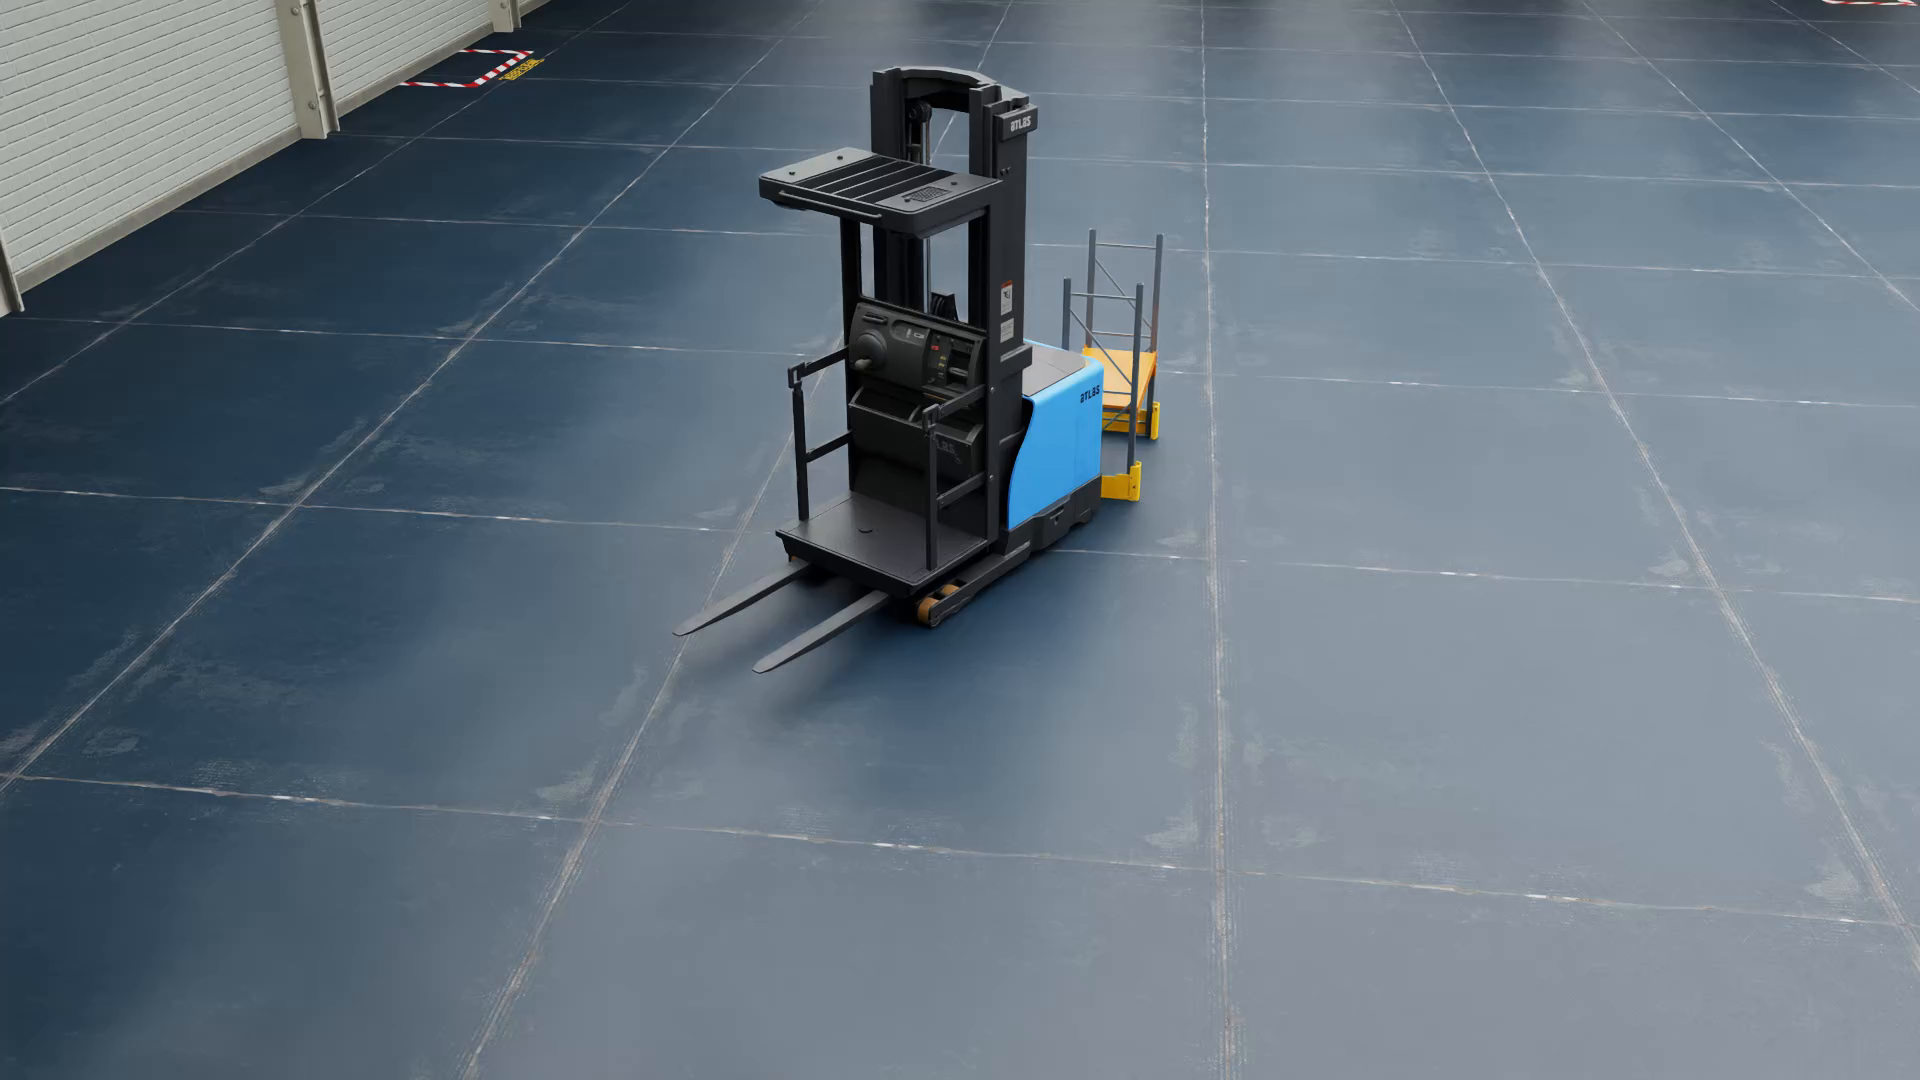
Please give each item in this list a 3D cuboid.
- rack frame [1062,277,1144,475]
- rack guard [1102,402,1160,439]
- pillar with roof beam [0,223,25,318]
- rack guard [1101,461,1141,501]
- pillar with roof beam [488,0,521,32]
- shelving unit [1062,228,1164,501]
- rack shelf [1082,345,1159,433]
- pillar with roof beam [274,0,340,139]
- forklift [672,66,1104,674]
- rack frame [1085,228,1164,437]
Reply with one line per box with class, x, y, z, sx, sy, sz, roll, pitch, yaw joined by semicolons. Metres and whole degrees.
rack frame;0.898;-0.959;10.740;0.500;1.500;0.032;6;29;11
rack guard;1.127;-0.878;11.908;0.587;0.250;0.087;6;29;11
pillar with roof beam;-3.883;-5.595;11.439;9.100;9.000;0.400;3;28;6
rack guard;0.903;-0.417;11.053;0.587;0.250;0.087;6;29;11
pillar with roof beam;-2.413;-11.243;21.924;9.100;9.000;0.400;3;28;6
shelving unit;1.015;-1.198;11.184;0.587;1.500;1.083;6;29;11
rack shelf;1.013;-1.035;11.262;0.538;0.185;1.000;6;29;11
pillar with roof beam;-3.148;-8.419;16.682;9.100;9.000;0.400;3;28;6
forklift;-0.388;-1.055;9.410;1.130;2.935;3.031;20;34;33
rack frame;1.127;-1.429;11.612;0.500;1.500;0.032;6;29;11
